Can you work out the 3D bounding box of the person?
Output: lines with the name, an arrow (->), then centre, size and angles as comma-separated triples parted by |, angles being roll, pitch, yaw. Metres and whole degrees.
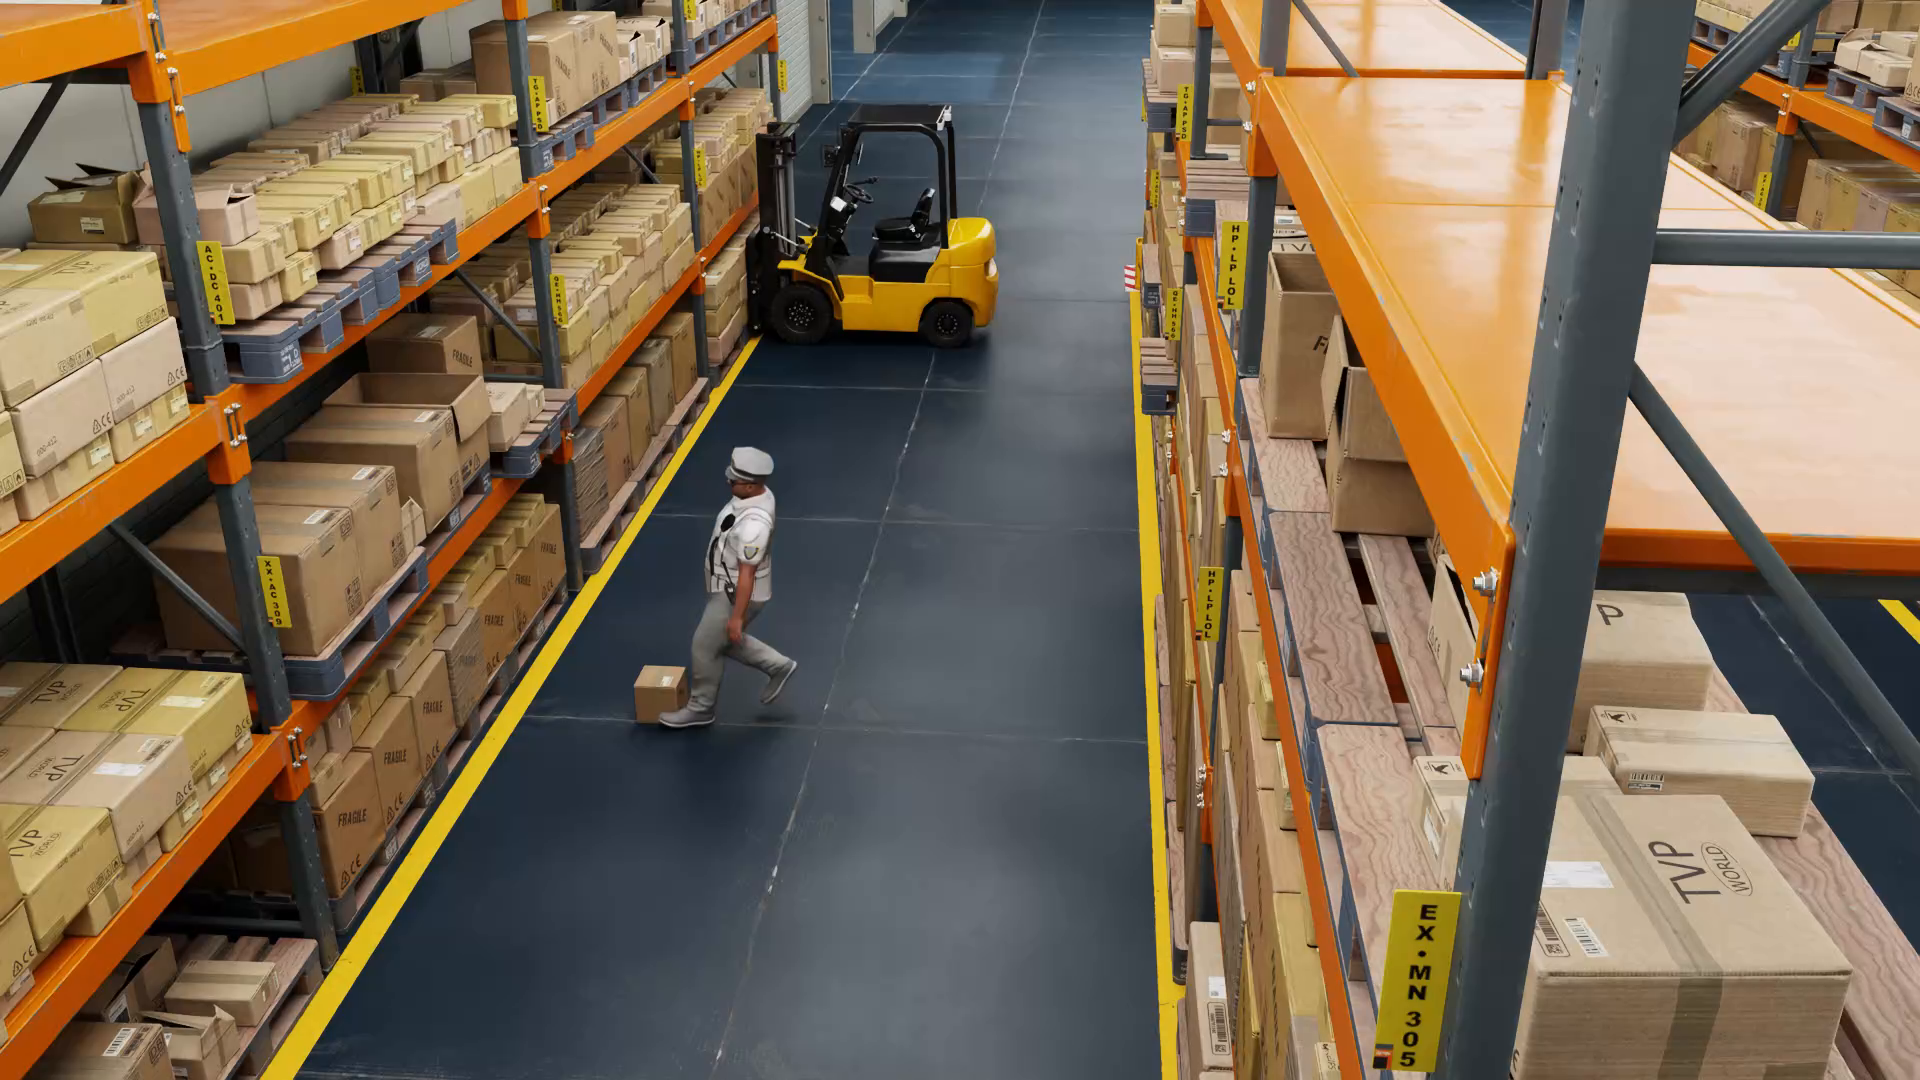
person -> -1.356, 0.264, 9.458 | 0.810, 1.700, 0.596 | -2, 24, -3
